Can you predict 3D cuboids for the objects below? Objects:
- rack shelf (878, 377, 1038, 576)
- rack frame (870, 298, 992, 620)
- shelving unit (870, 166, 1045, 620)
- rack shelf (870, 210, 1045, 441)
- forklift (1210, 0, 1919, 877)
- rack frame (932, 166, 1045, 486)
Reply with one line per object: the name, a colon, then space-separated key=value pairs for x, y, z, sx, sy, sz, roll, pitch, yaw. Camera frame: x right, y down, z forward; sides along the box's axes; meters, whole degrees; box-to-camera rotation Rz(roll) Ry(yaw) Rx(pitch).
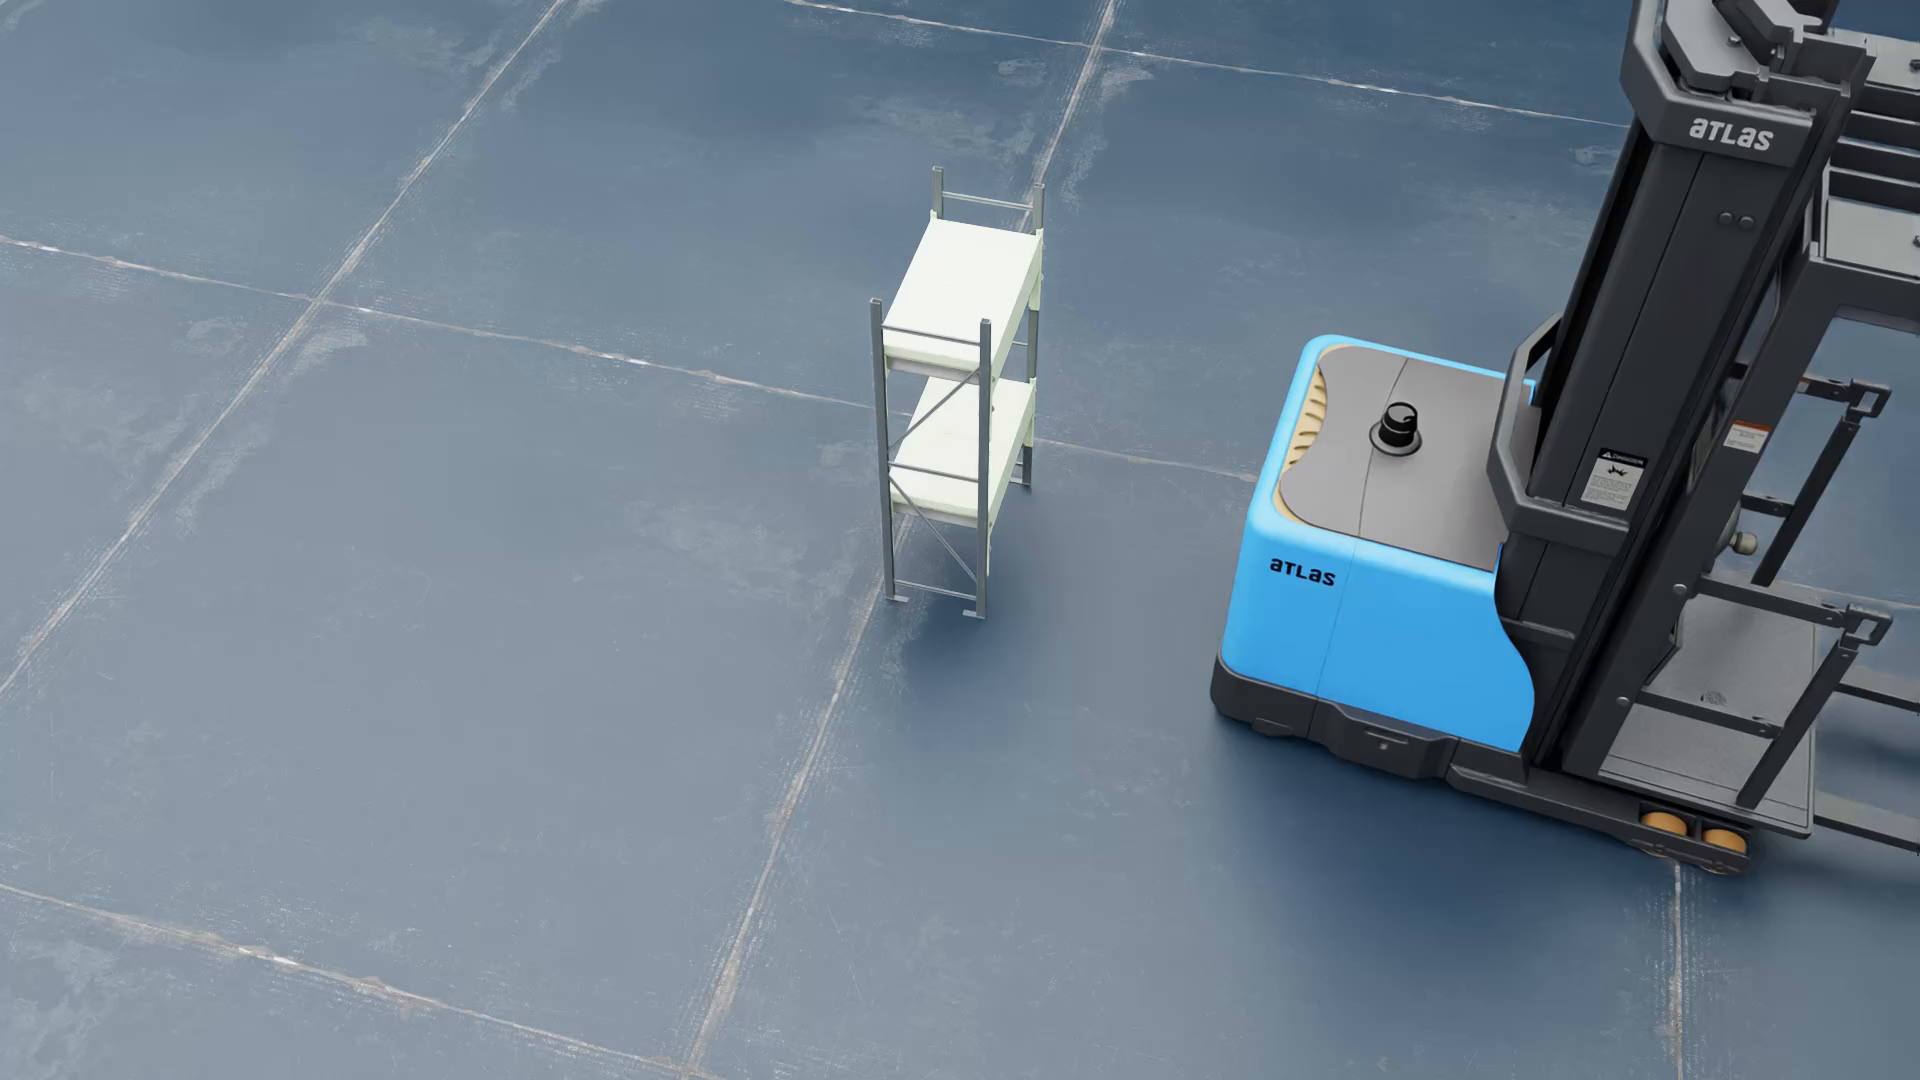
rack shelf: x=0.002 y=-0.285 z=6.355 sx=0.431 sy=0.370 sz=0.720 roll=12 pitch=50 yaw=10
rack frame: x=-0.095 y=-0.236 z=5.877 sx=0.400 sy=1.500 sz=0.023 roll=12 pitch=50 yaw=10
shelving unit: x=0.002 y=-0.501 z=6.111 sx=0.431 sy=1.500 sz=0.755 roll=12 pitch=50 yaw=10
rack shelf: x=0.002 y=-0.759 z=5.818 sx=0.431 sy=0.370 sz=0.720 roll=12 pitch=50 yaw=10
forklift: x=2.485 y=-0.286 z=4.967 sx=3.031 sy=2.935 sz=1.130 roll=15 pitch=50 yaw=13
rack frame: x=0.098 y=-0.766 z=6.344 sx=0.400 sy=1.500 sz=0.023 roll=12 pitch=50 yaw=10
